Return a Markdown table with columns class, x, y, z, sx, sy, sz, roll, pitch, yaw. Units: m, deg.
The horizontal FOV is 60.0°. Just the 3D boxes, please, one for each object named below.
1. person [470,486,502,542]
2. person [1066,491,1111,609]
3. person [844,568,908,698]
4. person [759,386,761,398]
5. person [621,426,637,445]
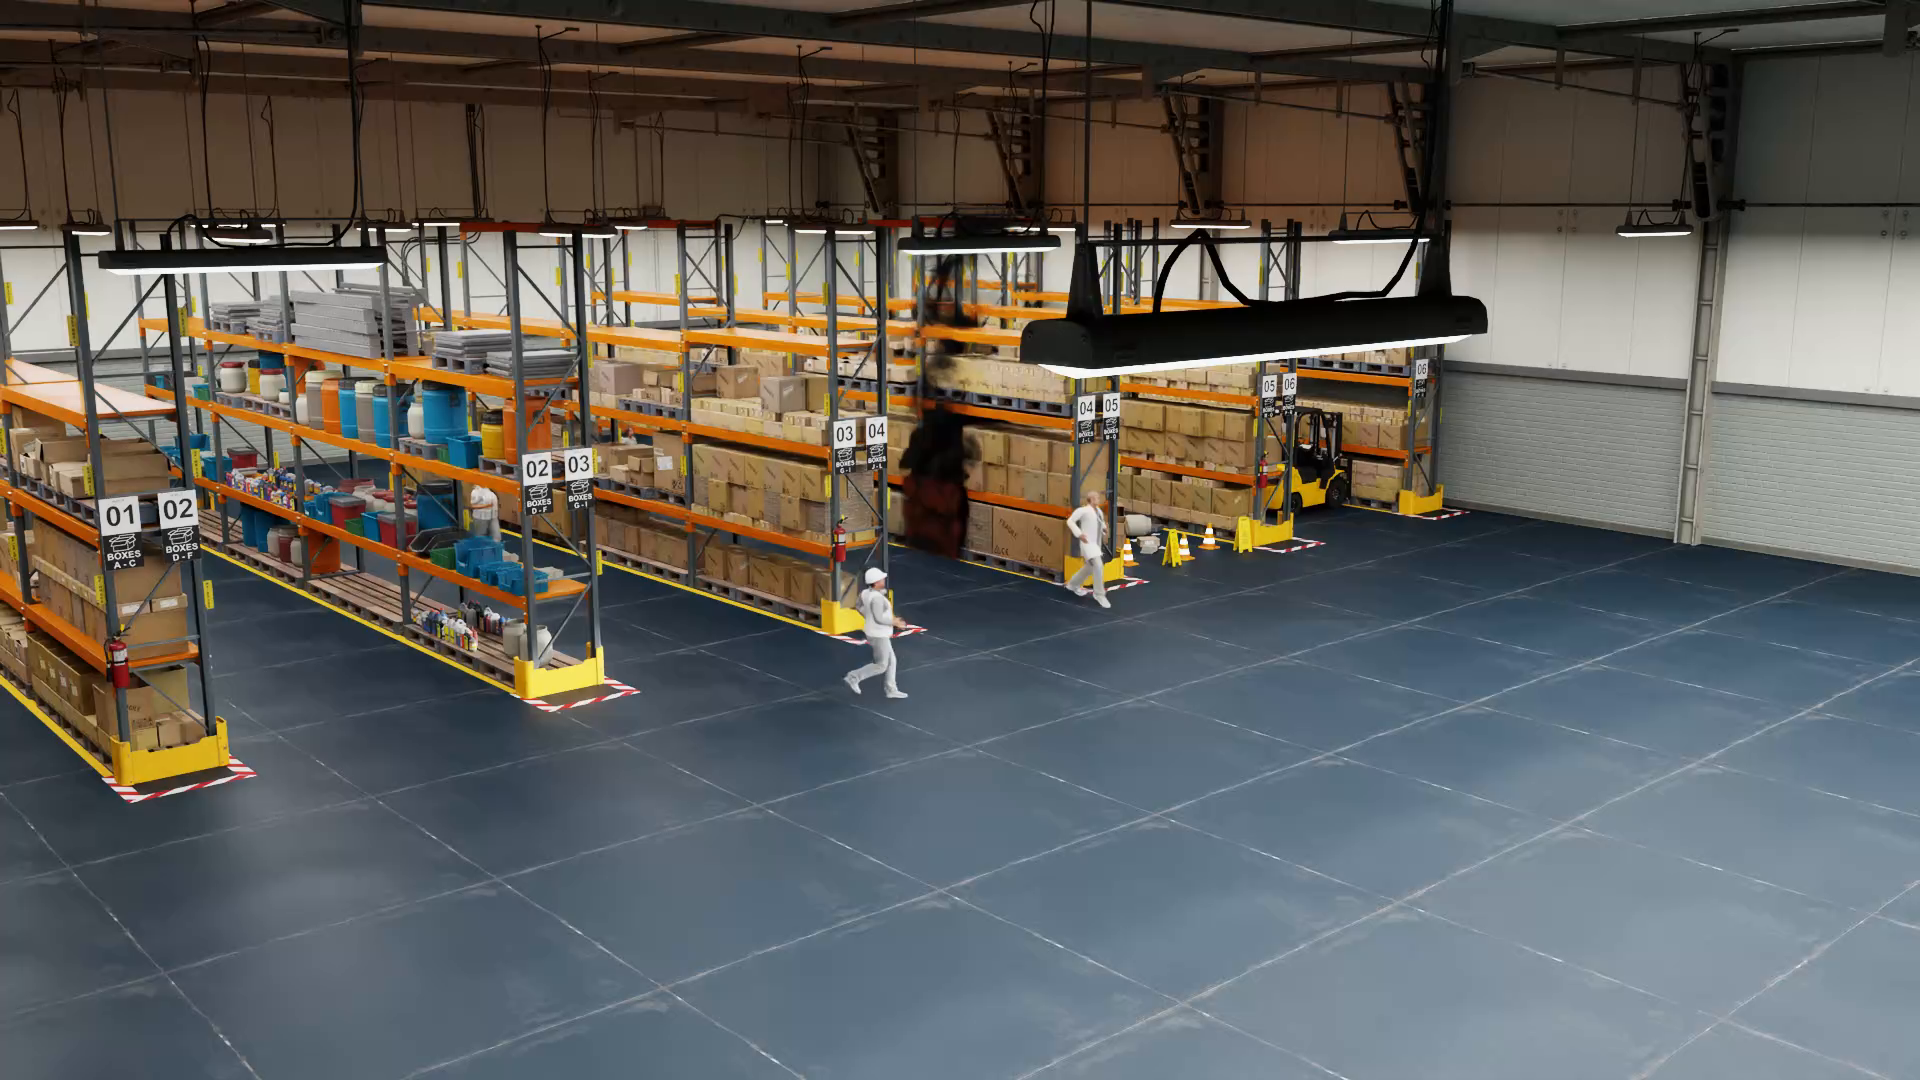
| class | x | y | z | sx | sy | sz | roll | pitch | yaw |
| --- | --- | --- | --- | --- | --- | --- | --- | --- | --- |
| person | -8.357 | -0.354 | 29.320 | 0.839 | 1.688 | 0.598 | 9 | 14 | 37 |
| person | 2.132 | 0.113 | 26.790 | 1.000 | 1.806 | 0.706 | 8 | 14 | 34 |
| person | -1.091 | 1.221 | 21.418 | 0.870 | 1.764 | 0.663 | -3 | 12 | -16 |
| person | -5.212 | -3.411 | 44.510 | 0.862 | 1.697 | 0.702 | 1 | 11 | 3 |
| person | -7.255 | -1.695 | 36.371 | 0.718 | 1.570 | 0.546 | 10 | 15 | 42 |
